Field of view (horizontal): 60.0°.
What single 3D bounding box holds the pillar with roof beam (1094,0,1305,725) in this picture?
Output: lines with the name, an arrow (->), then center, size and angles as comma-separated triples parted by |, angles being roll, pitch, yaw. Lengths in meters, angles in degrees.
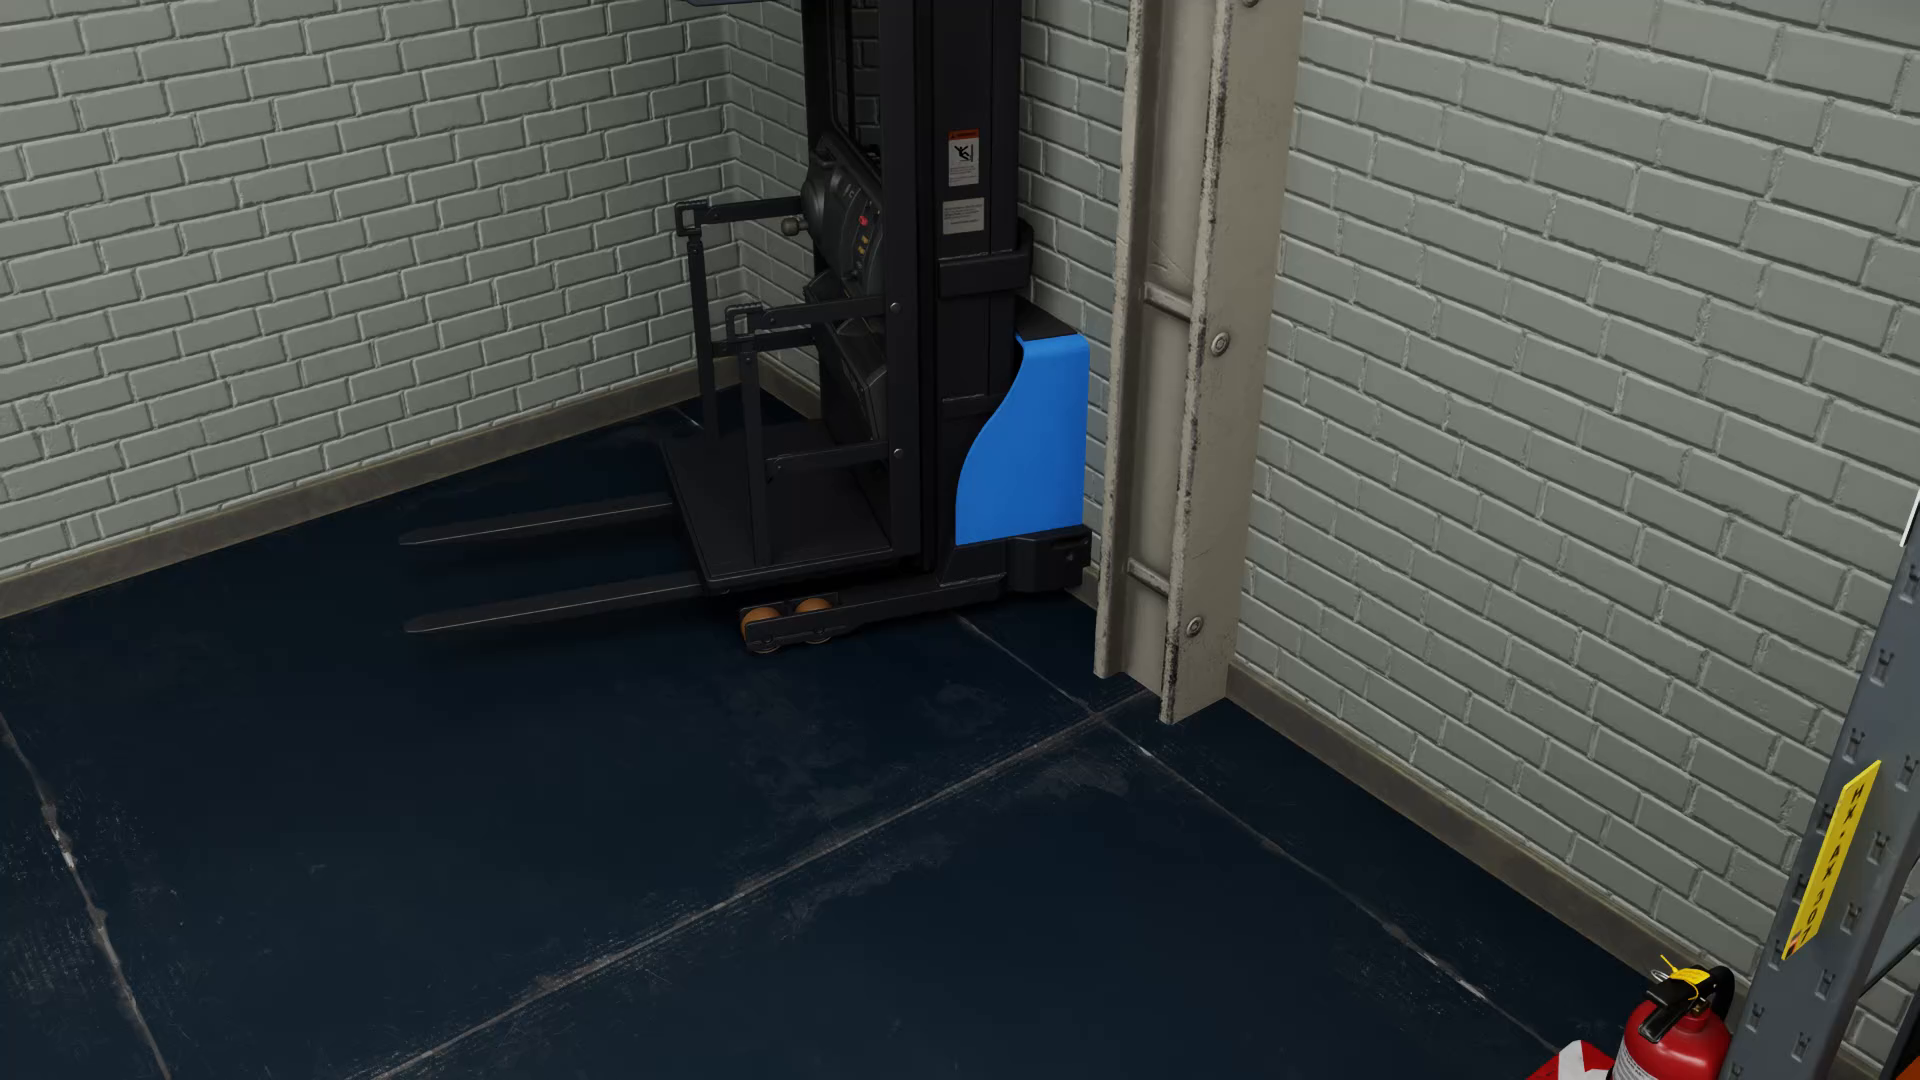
pillar with roof beam -> -2.681, -1.923, 1.317 | 9.100, 9.000, 0.400 | -22, 38, -31

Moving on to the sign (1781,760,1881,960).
sign -> 1.232, 0.456, 2.352 | 0.100, 0.325, 0.005 | -22, 38, -31

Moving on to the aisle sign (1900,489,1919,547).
aisle sign -> 1.387, -0.390, 2.071 | 0.394, 0.787, 0.004 | -22, 38, -31

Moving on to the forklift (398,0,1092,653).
forklift -> -0.600, -1.144, 5.814 | 3.031, 2.935, 1.130 | -10, 33, -15

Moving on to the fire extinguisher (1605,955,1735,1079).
fire extinguisher -> 1.205, 0.927, 2.840 | 0.296, 0.674, 0.183 | -22, 38, -31
